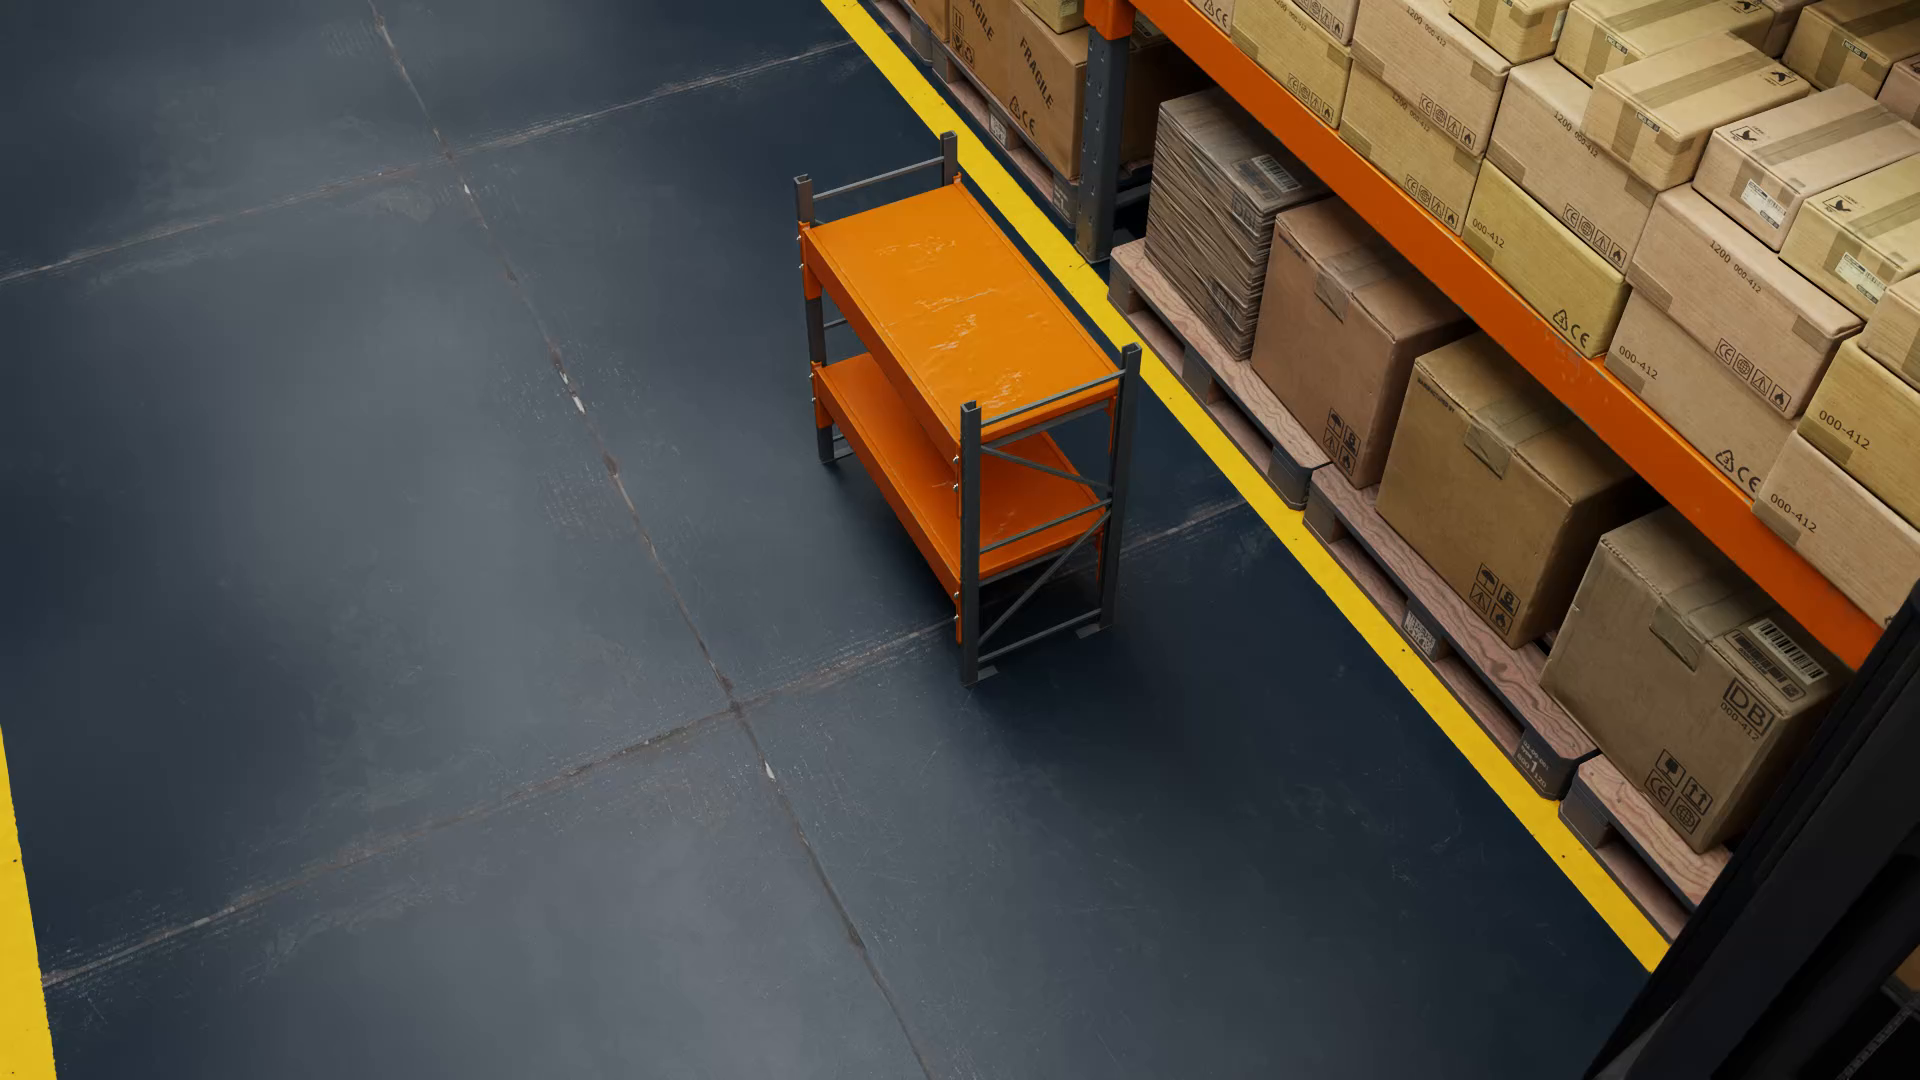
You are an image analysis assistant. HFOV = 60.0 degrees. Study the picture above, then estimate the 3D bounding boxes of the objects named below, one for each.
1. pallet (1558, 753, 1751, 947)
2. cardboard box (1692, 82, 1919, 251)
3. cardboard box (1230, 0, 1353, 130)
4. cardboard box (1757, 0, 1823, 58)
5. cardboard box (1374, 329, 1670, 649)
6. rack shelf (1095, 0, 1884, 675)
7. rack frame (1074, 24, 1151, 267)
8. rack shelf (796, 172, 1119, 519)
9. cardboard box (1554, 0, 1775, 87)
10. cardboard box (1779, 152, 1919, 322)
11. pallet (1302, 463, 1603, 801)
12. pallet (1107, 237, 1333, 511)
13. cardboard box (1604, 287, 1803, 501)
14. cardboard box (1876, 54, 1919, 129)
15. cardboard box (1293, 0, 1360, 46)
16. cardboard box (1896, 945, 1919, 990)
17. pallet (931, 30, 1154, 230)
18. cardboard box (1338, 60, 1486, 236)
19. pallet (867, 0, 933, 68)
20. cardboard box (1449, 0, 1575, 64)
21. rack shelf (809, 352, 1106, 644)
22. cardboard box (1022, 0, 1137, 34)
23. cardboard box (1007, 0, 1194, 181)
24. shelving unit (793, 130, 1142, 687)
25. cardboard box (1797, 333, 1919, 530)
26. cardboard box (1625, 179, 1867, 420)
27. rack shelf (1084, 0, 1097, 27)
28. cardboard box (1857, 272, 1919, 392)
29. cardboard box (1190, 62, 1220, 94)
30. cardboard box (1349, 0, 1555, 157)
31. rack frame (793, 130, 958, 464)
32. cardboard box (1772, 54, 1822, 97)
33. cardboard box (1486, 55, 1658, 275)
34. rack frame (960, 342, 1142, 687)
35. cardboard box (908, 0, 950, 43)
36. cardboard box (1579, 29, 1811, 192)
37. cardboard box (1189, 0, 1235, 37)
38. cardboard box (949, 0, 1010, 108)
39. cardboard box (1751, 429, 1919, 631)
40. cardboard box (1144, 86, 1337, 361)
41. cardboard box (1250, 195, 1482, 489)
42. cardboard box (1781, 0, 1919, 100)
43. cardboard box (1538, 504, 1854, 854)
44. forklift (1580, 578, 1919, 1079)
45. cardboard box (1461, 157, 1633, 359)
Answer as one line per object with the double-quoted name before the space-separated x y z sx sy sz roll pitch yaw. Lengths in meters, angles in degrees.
"pallet" 2.357 0.907 4.316 1.003 0.211 1.213 -21 52 -18
"cardboard box" 1.764 -0.775 3.437 0.380 0.149 0.250 -21 52 -17
"cardboard box" 1.109 -1.439 4.616 0.500 0.250 0.500 -22 52 -18
"cardboard box" 1.946 -1.286 3.884 0.380 0.149 0.250 -20 52 -17
"cardboard box" 1.785 -0.257 4.781 0.875 0.625 0.625 -23 53 -19
"rack shelf" 1.813 -0.633 4.289 1.077 0.370 4.000 -21 52 -18
"rack frame" 0.898 -2.208 5.188 1.000 3.000 0.127 -21 52 -18
"rack shelf" -0.003 -0.568 4.610 0.538 0.278 1.000 -21 52 -18
"cardboard box" 1.587 -1.139 3.756 0.380 0.149 0.250 -21 52 -18
"cardboard box" 1.873 -0.605 3.289 0.380 0.149 0.250 -22 52 -18
"pallet" 1.794 0.090 5.031 1.003 0.211 1.213 -21 52 -18
"pallet" 1.240 -0.726 5.744 1.003 0.211 1.213 -21 52 -18
"cardboard box" 1.830 -0.406 3.712 0.500 0.250 0.500 -21 52 -17
"cardboard box" 2.222 -0.958 3.598 0.380 0.149 0.250 -22 52 -18
"cardboard box" 1.112 -1.607 4.430 0.500 0.250 0.500 -20 52 -16
"cardboard box" 2.480 0.767 3.885 0.875 0.625 0.625 -19 52 -16
"pallet" 0.590 -1.803 6.687 1.003 0.211 1.213 -21 52 -18
"cardboard box" 1.351 -1.097 4.316 0.500 0.250 0.500 -23 53 -19
"pallet" 0.036 -2.618 7.400 1.003 0.211 1.213 -21 52 -18
"cardboard box" 1.382 -1.280 3.879 0.380 0.149 0.250 -20 52 -17
"rack shelf" -0.003 -0.214 5.015 0.538 0.278 1.000 -21 52 -18
"cardboard box" 0.447 -1.980 5.940 0.380 0.149 0.250 -24 53 -19
"cardboard box" 0.513 -1.732 6.154 0.500 0.500 0.500 -20 52 -16
"shelving unit" -0.003 -0.375 4.831 0.538 1.125 1.048 -21 52 -18
"cardboard box" 2.035 -0.229 3.225 0.500 0.250 0.500 -22 53 -18
"cardboard box" 1.806 -0.573 3.526 0.500 0.250 0.500 -20 52 -17
"rack shelf" -0.017 -3.310 6.630 1.077 0.370 4.000 -21 52 -18
"cardboard box" 1.937 -0.408 3.117 0.380 0.149 0.250 -23 53 -19
"cardboard box" 0.954 -1.902 6.302 0.500 0.500 0.500 -19 52 -16
"cardboard box" 1.335 -1.250 4.118 0.500 0.250 0.500 -22 53 -18
"rack frame" -0.236 -0.715 5.128 0.500 1.125 0.032 -21 52 -18
"cardboard box" 2.036 -1.101 3.988 0.500 0.250 0.500 -22 52 -18
"cardboard box" 1.592 -0.917 3.827 0.500 0.250 0.500 -20 52 -17
"rack frame" 0.230 -0.035 4.533 0.500 1.125 0.032 -21 52 -18
"cardboard box" 0.052 -2.420 6.756 0.500 0.500 0.500 -19 52 -16
"cardboard box" 1.573 -0.925 3.569 0.380 0.149 0.250 -22 53 -18
"cardboard box" 0.884 -1.778 4.912 0.500 0.250 0.500 -21 52 -17
"cardboard box" 0.294 -2.071 6.450 0.500 0.500 0.500 -22 52 -18
"cardboard box" 2.030 -0.063 3.412 0.500 0.250 0.500 -21 52 -18
"cardboard box" 1.171 -1.142 5.555 0.875 0.625 0.625 -20 52 -16
"cardboard box" 1.477 -0.708 5.175 0.875 0.625 0.625 -20 52 -16
"cardboard box" 2.102 -1.123 3.742 0.380 0.149 0.250 -21 52 -17
"cardboard box" 2.131 0.245 4.341 0.875 0.625 0.625 -22 52 -18
"forklift" 1.802 0.793 2.610 3.031 2.935 1.130 -30 55 -23
"cardboard box" 1.587 -0.749 4.012 0.500 0.250 0.500 -20 52 -16
